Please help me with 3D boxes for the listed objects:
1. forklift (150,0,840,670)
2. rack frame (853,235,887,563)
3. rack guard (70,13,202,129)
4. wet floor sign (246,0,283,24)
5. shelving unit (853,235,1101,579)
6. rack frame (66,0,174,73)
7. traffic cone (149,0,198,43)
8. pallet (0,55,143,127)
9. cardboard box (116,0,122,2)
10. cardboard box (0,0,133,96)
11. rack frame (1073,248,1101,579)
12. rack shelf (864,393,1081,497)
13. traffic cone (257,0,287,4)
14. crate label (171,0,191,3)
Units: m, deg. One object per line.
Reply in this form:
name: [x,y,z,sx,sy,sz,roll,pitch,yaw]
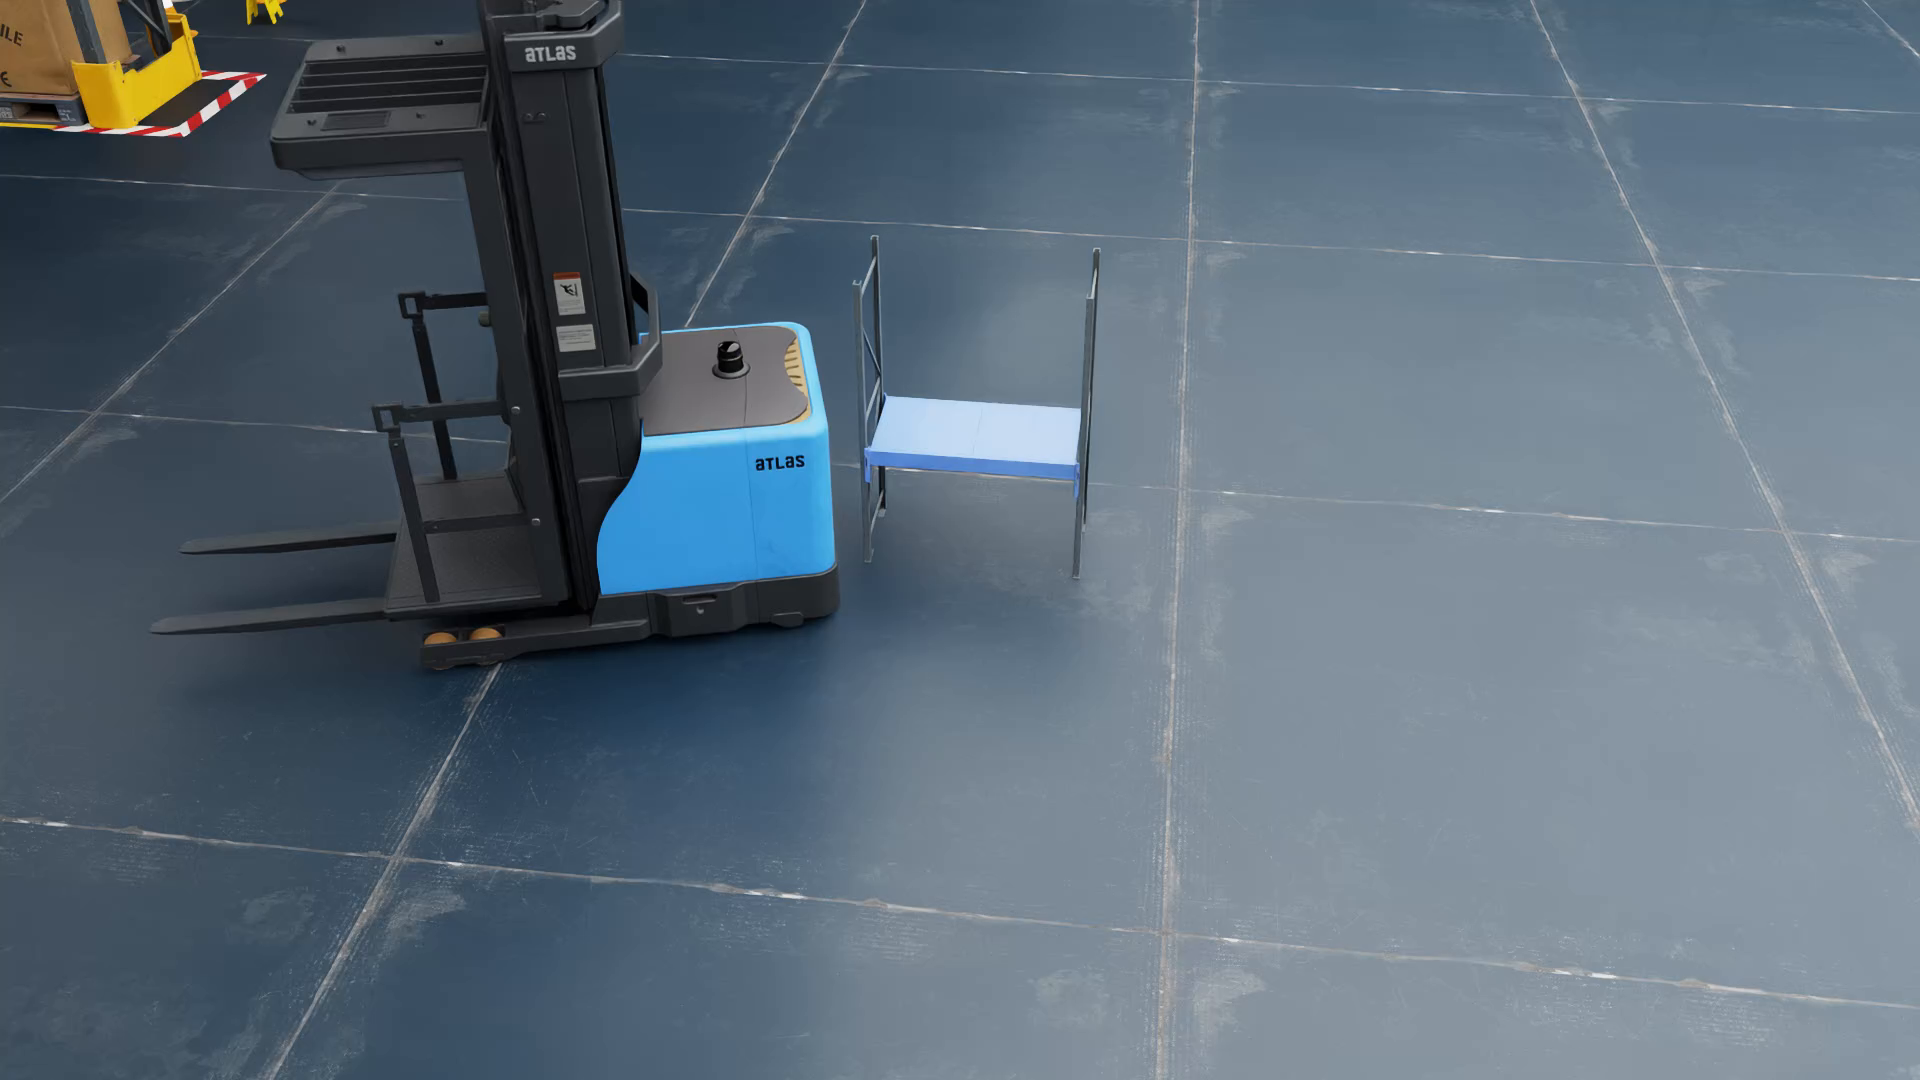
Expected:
forklift: [-2.122,-0.945,7.051,3.031,2.935,1.130,-6,36,-8]
rack frame: [-0.420,-0.642,7.858,0.032,1.500,0.500,4,36,6]
rack guard: [-6.395,-3.664,12.954,0.348,0.500,1.175,4,36,6]
wet floor sign: [-6.138,-4.864,14.509,0.232,0.644,0.267,-2,36,-2]
shelving unit: [0.085,-0.604,7.805,1.048,1.500,0.538,4,36,6]
rack frame: [-6.418,-4.683,12.230,0.127,3.000,1.000,4,36,6]
traffic cone: [-6.764,-4.508,14.168,0.334,0.463,0.336,4,36,6]
pallet: [-7.221,-3.562,13.060,1.213,0.211,1.003,4,36,6]
cardboard box: [-7.953,-5.198,15.100,0.637,0.503,0.797,-20,40,-26]
cardboard box: [-7.099,-4.001,12.742,0.875,0.875,0.875,4,36,6]
rack frame: [0.589,-0.567,7.753,0.032,1.500,0.500,4,36,6]
rack shelf: [0.085,-0.458,7.910,1.000,0.185,0.538,4,36,6]
traffic cone: [-6.283,-5.134,15.045,0.334,0.463,0.336,4,36,6]
crate label: [-7.071,-5.024,15.171,0.298,0.136,0.250,-14,38,-18]
